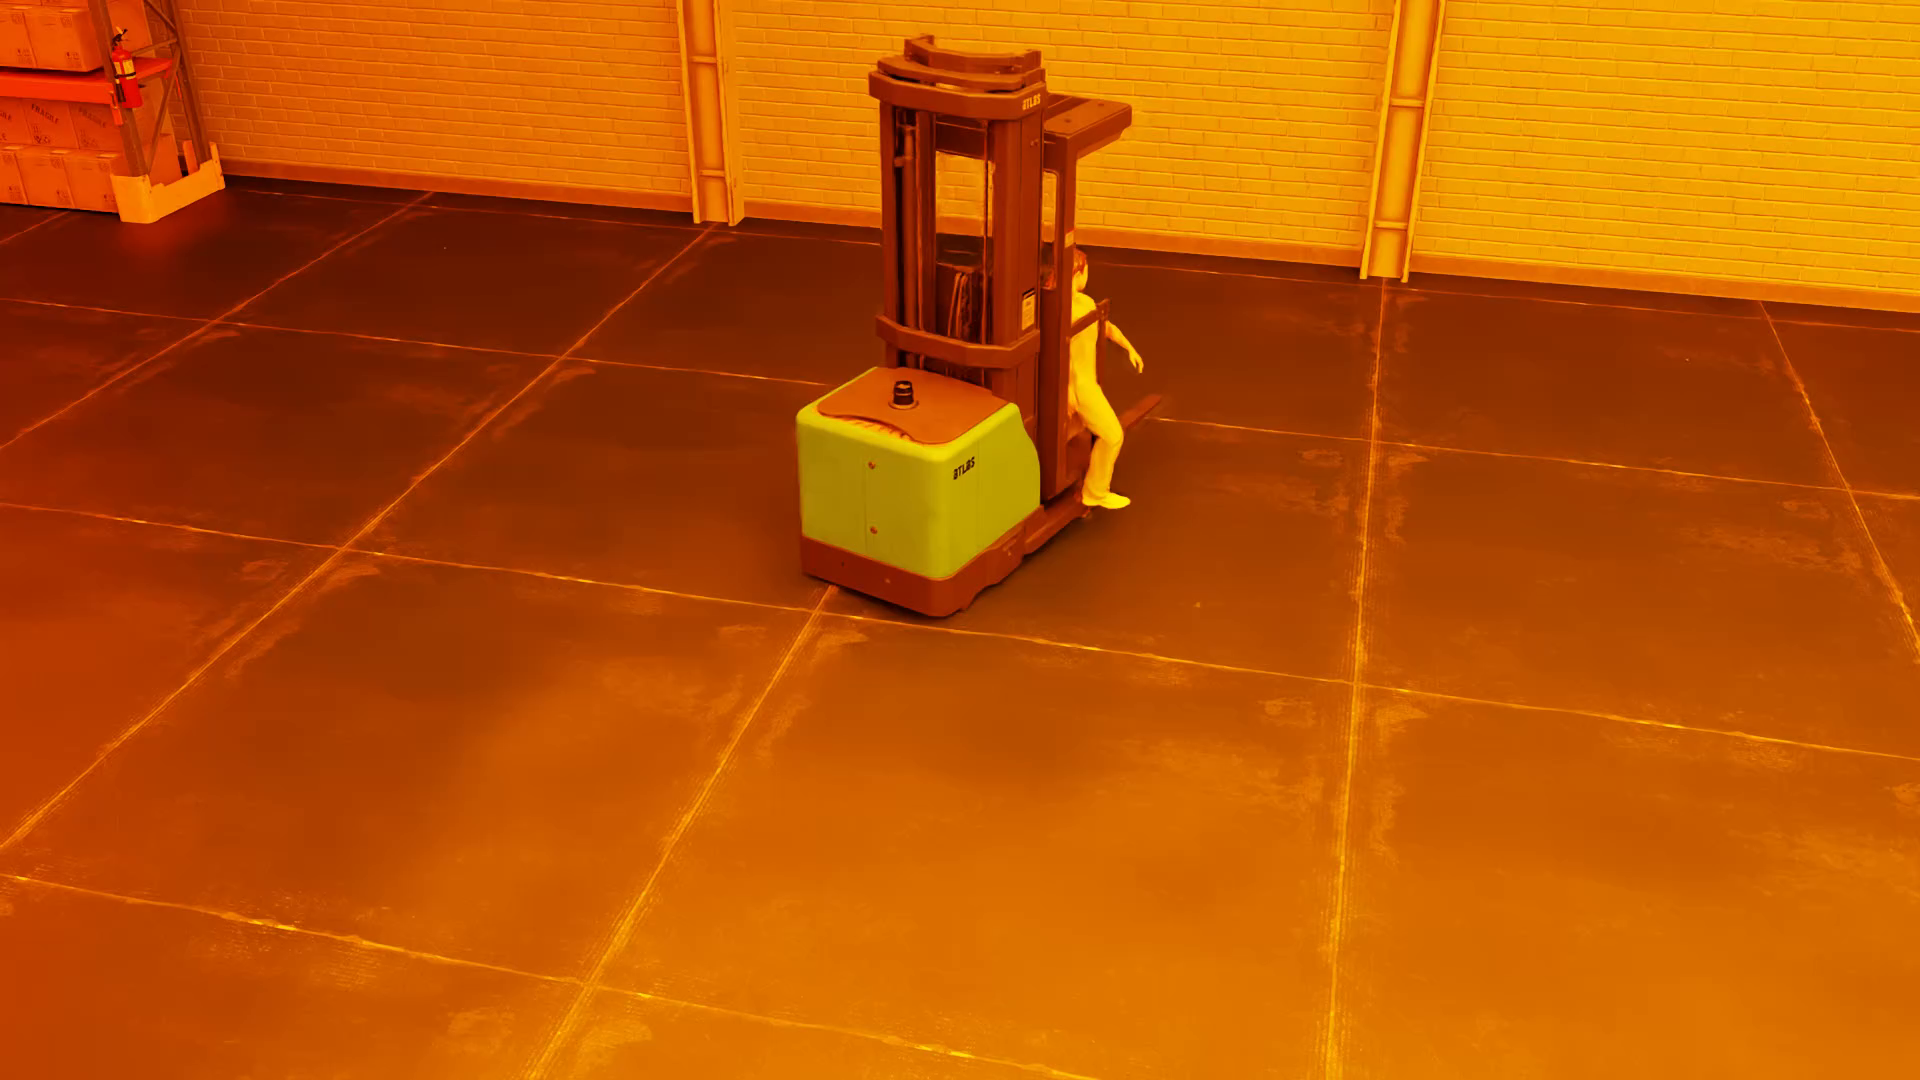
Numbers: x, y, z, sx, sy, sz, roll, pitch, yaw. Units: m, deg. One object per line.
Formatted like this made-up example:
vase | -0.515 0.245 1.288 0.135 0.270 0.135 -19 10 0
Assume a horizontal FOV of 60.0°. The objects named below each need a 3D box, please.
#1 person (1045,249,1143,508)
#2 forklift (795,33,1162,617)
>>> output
person | 0.707 -0.956 10.044 0.783 1.574 0.637 4 30 7
forklift | 0.290 -1.532 9.875 1.130 2.935 3.031 18 34 28
